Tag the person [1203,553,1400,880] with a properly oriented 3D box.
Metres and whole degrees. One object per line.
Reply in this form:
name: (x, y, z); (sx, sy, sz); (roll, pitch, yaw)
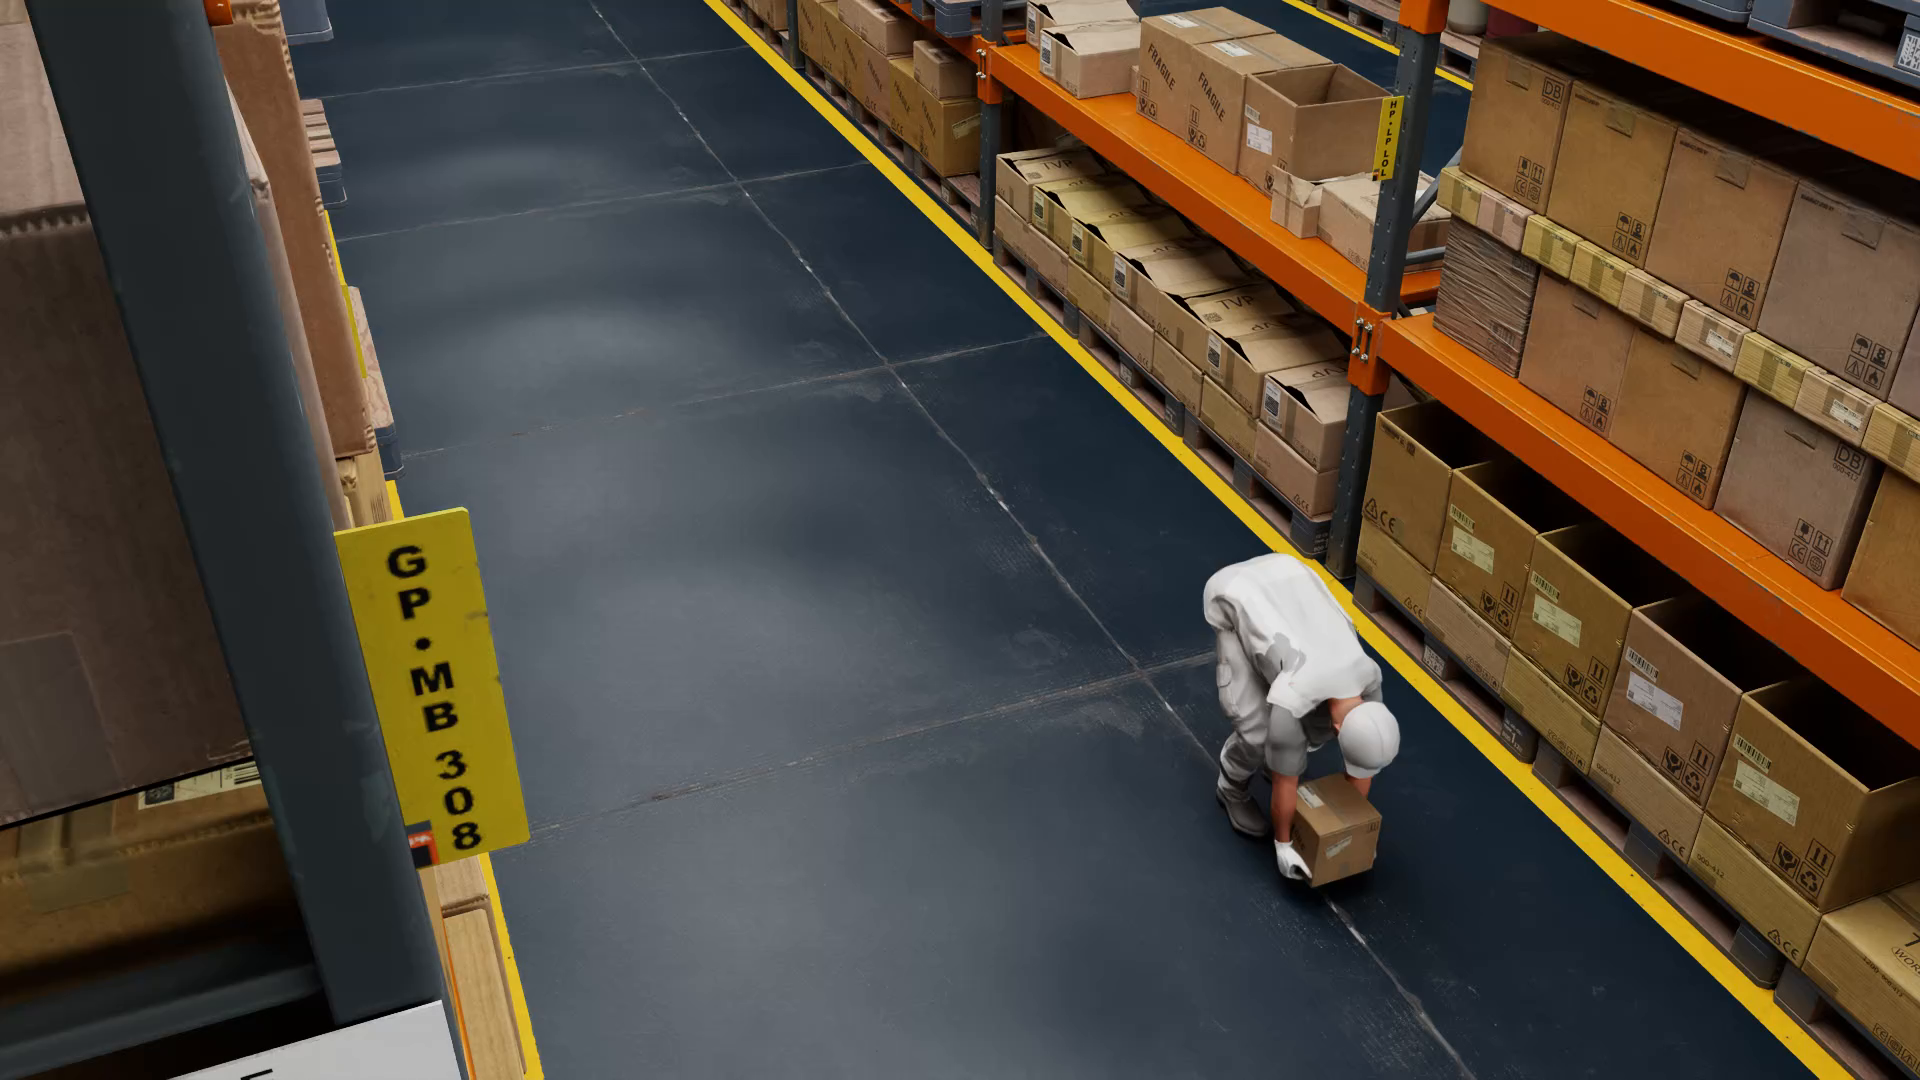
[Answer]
person: (1.209, 0.636, 5.851); (0.523, 1.010, 0.953); (-15, 36, -21)
